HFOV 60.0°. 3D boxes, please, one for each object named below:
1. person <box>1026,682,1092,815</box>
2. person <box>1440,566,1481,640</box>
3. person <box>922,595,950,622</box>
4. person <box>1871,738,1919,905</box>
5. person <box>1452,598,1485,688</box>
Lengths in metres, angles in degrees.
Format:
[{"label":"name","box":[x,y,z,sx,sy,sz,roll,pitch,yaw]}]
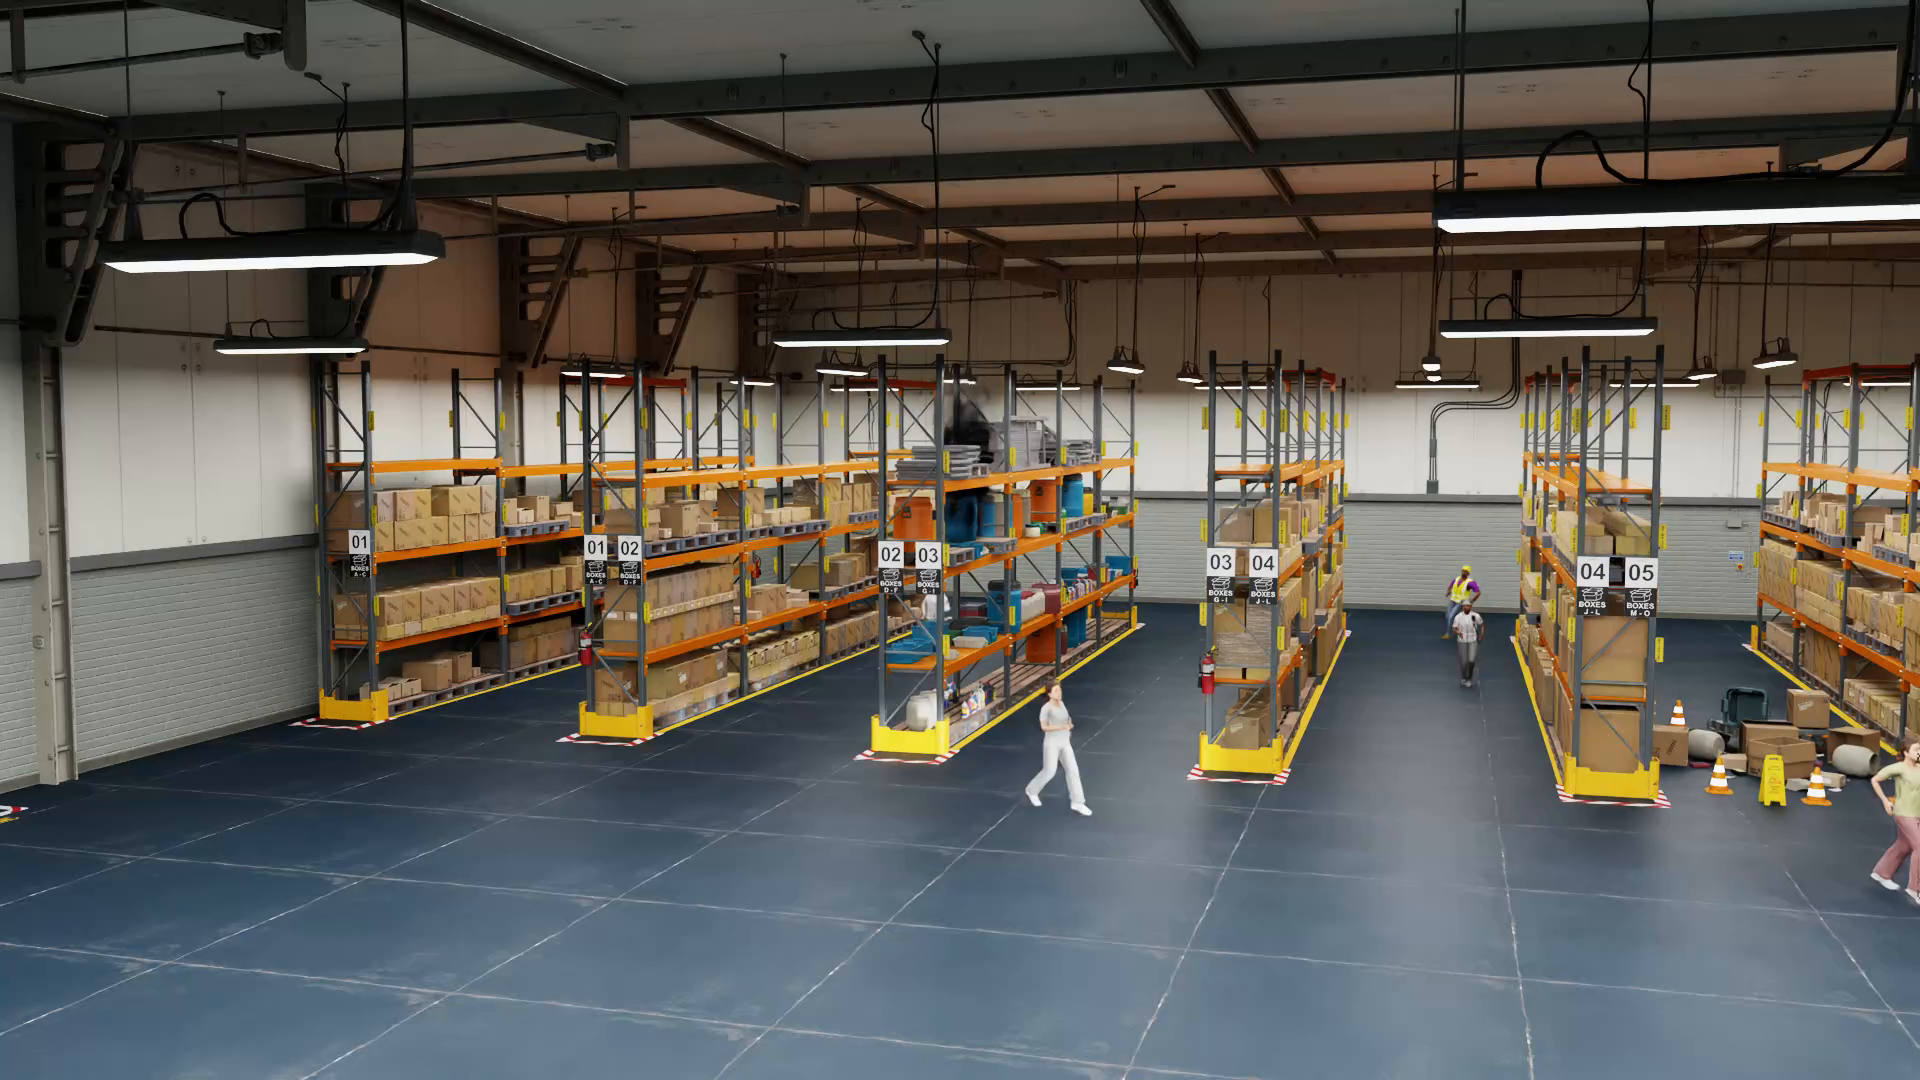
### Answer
[{"label":"person","box":[1.264,2.630,21.249,0.574,1.640,1.027,-4,5,-41]},{"label":"person","box":[11.427,1.442,38.073,0.786,1.711,0.781,-2,5,-31]},{"label":"person","box":[-0.508,1.674,34.477,0.608,1.680,0.938,0,4,5]},{"label":"person","box":[9.893,2.920,17.396,0.549,1.723,0.752,-2,5,-29]},{"label":"person","box":[9.544,1.936,31.311,0.547,1.694,0.656,2,4,21]}]
